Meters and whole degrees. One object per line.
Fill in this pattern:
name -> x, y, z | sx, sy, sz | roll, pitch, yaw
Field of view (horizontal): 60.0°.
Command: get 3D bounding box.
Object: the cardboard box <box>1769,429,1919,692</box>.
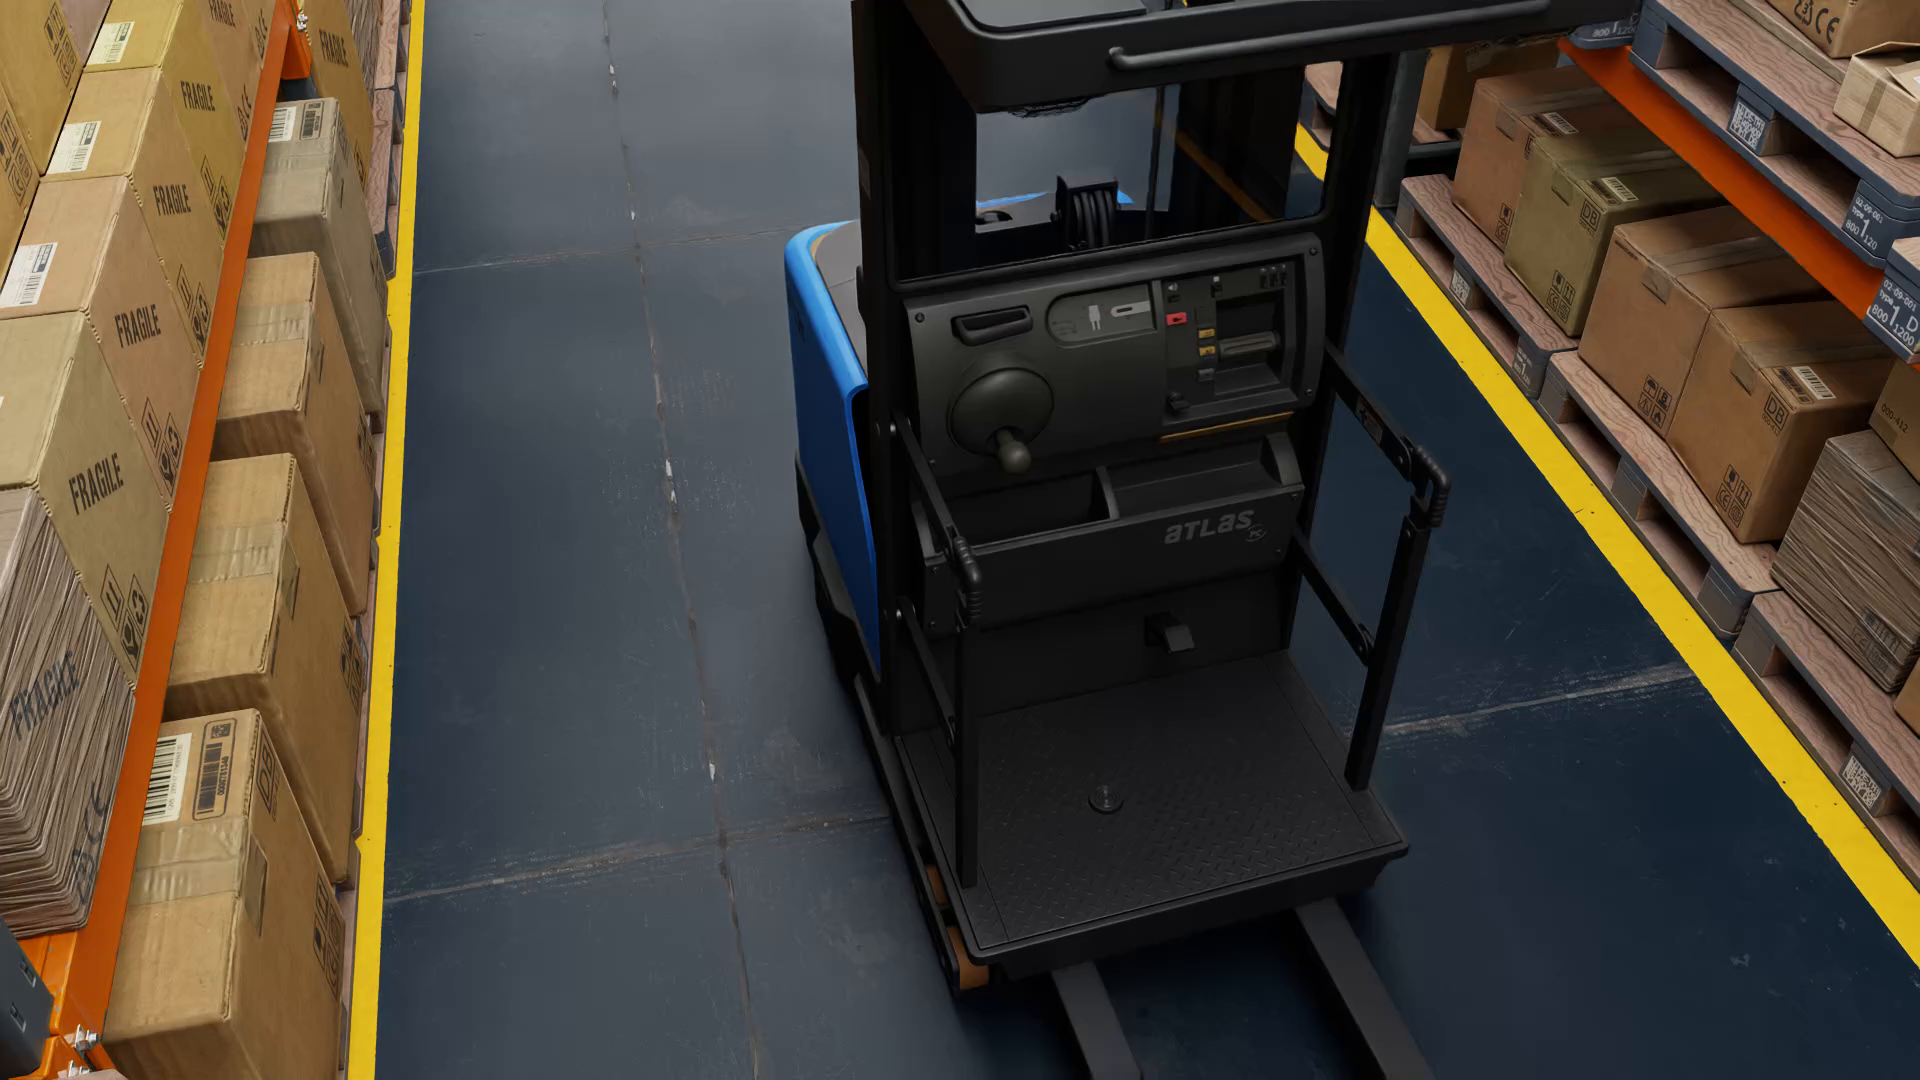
cardboard box -> 2.741, -0.001, 4.543 | 0.700, 0.500, 0.500 | -12, 43, -13

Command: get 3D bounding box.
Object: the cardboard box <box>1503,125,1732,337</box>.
cardboard box -> 2.370, -1.092, 5.772 | 0.700, 0.500, 0.500 | -9, 42, -10

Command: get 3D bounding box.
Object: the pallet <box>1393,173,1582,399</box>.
pallet -> 2.344, -1.028, 6.249 | 1.003, 0.211, 1.213 | -8, 42, -9

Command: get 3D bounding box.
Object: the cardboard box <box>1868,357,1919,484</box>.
cardboard box -> 2.739, -0.265, 4.275 | 0.500, 0.250, 0.500 | -4, 42, -4

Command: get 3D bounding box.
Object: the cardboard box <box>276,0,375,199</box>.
cardboard box -> -2.758, -1.710, 6.201 | 0.875, 0.875, 0.875 | -8, 42, -9

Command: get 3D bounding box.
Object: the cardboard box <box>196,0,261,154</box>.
cardboard box -> -2.208, -1.340, 4.424 | 0.500, 0.500, 0.500 | -9, 42, -10

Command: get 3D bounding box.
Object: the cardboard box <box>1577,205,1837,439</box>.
cardboard box -> 2.491, -0.729, 5.363 | 0.700, 0.500, 0.500 | -12, 43, -13

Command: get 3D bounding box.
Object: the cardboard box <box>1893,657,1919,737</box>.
cardboard box -> 2.873, 0.357, 4.140 | 0.700, 0.500, 0.500 | -10, 43, -12

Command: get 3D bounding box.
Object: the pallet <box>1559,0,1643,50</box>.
pallet -> 2.197, -1.987, 5.373 | 1.003, 0.211, 1.213 | -8, 42, -9

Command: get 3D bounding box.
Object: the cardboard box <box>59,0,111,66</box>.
cardboard box -> -2.356, -1.359, 3.693 | 0.700, 0.500, 0.500 | -8, 42, -9

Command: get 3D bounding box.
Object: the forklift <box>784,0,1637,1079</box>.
forklift -> 3.959, -0.531, 3.641 | 8.118, 2.935, 4.443 | -11, 43, -12

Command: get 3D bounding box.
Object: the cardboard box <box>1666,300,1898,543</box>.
cardboard box -> 2.612, -0.367, 4.956 | 0.700, 0.500, 0.500 | -5, 42, -6

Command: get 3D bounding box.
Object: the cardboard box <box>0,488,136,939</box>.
cardboard box -> -1.661, 0.296, 2.582 | 0.500, 0.500, 0.500 | -8, 42, -9

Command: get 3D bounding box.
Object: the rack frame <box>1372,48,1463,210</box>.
rack frame -> 2.174, -2.575, 5.891 | 1.000, 3.000, 0.127 | -8, 42, -9

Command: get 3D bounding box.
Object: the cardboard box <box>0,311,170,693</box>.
cardboard box -> -1.773, -0.033, 2.952 | 0.500, 0.500, 0.500 | -9, 42, -10

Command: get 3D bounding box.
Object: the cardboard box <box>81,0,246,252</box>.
cardboard box -> -2.099, -1.012, 4.055 | 0.500, 0.500, 0.500 | -8, 42, -9

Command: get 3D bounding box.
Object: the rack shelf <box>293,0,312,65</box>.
rack shelf -> -3.122, -2.957, 6.864 | 1.077, 0.370, 4.000 | -8, 42, -9

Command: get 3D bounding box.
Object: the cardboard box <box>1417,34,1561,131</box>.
cardboard box -> 2.127, -2.062, 6.880 | 0.500, 0.500, 0.500 | -10, 42, -11

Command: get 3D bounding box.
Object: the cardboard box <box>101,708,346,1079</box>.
cardboard box -> -0.293, -1.175, 5.324 | 5.455, 1.239, 5.693 | -9, 42, -10

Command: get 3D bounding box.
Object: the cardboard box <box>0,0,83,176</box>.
cardboard box -> -2.248, -1.032, 3.324 | 0.700, 0.500, 0.500 | -9, 42, -10

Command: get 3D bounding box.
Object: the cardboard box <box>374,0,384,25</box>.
cardboard box -> -3.151, -2.885, 7.524 | 0.875, 0.875, 0.875 | -9, 42, -10

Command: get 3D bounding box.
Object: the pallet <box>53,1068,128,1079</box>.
pallet -> -1.569, 1.182, 1.804 | 1.213, 0.211, 1.003 | -8, 42, -9

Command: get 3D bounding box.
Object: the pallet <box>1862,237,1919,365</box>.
pallet -> 2.780, -0.357, 3.537 | 1.213, 0.211, 1.003 | -8, 42, -9

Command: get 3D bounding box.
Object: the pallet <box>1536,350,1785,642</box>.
pallet -> 2.611, -0.235, 5.356 | 1.003, 0.211, 1.213 | -8, 42, -9

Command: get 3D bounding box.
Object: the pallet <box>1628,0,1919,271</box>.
pallet -> 2.570, -1.188, 4.473 | 1.003, 0.211, 1.213 | -8, 42, -9

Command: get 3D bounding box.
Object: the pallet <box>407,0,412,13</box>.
pallet -> -3.305, -2.972, 8.440 | 1.003, 0.211, 1.213 | -8, 42, -9

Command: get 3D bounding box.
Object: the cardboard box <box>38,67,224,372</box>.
cardboard box -> -1.987, -0.683, 3.685 | 0.500, 0.500, 0.500 | -9, 42, -10

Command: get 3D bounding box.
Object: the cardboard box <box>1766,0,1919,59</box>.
cardboard box -> 2.639, -1.660, 4.466 | 0.797, 0.503, 0.637 | -4, 42, -5

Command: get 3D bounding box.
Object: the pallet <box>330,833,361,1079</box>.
pallet -> -1.924, 1.184, 3.757 | 1.003, 0.211, 1.213 | -8, 42, -9

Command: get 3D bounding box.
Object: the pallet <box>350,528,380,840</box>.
pallet -> -2.184, 0.395, 4.646 | 1.003, 0.211, 1.213 | -8, 42, -9

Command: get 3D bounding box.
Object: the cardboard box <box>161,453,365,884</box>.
cardboard box -> -2.063, 0.374, 3.948 | 1.050, 0.750, 0.750 | -8, 42, -9

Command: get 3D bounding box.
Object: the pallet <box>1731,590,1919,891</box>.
pallet -> 10.684, 1.291, 3.636 | 15.783, 0.211, 6.755 | -8, 42, -9

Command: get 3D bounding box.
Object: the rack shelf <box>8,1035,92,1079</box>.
rack shelf -> -1.396, 2.229, 1.022 | 1.077, 0.370, 4.000 | -8, 42, -9

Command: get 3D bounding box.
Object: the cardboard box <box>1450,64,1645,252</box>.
cardboard box -> 2.286, -1.403, 6.123 | 0.700, 0.500, 0.500 | -11, 43, -13
